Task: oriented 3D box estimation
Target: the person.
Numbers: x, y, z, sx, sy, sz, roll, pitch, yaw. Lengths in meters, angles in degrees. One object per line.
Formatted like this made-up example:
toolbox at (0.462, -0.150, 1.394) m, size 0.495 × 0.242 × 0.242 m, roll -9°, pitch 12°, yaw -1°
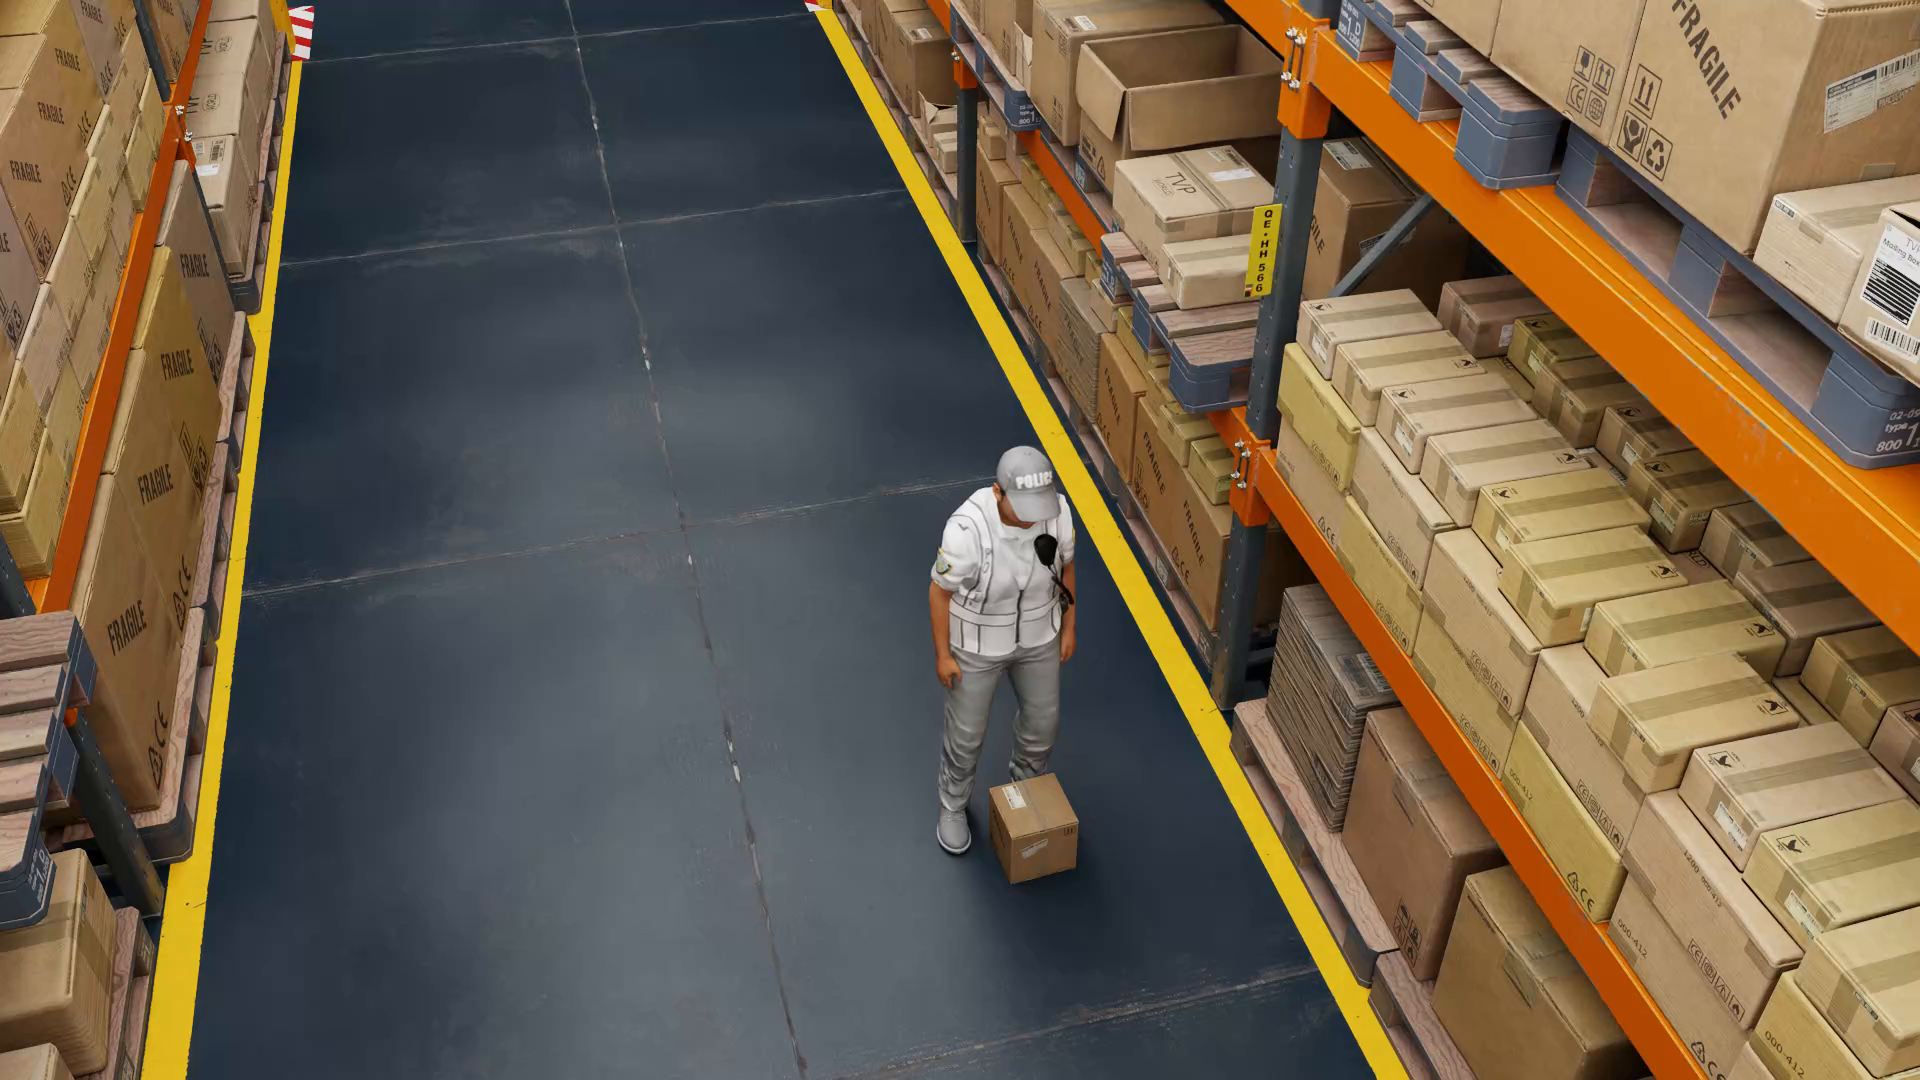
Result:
person at (0.152, 0.354, 5.702) m, size 0.545 × 1.665 × 0.465 m, roll -12°, pitch 40°, yaw -15°
